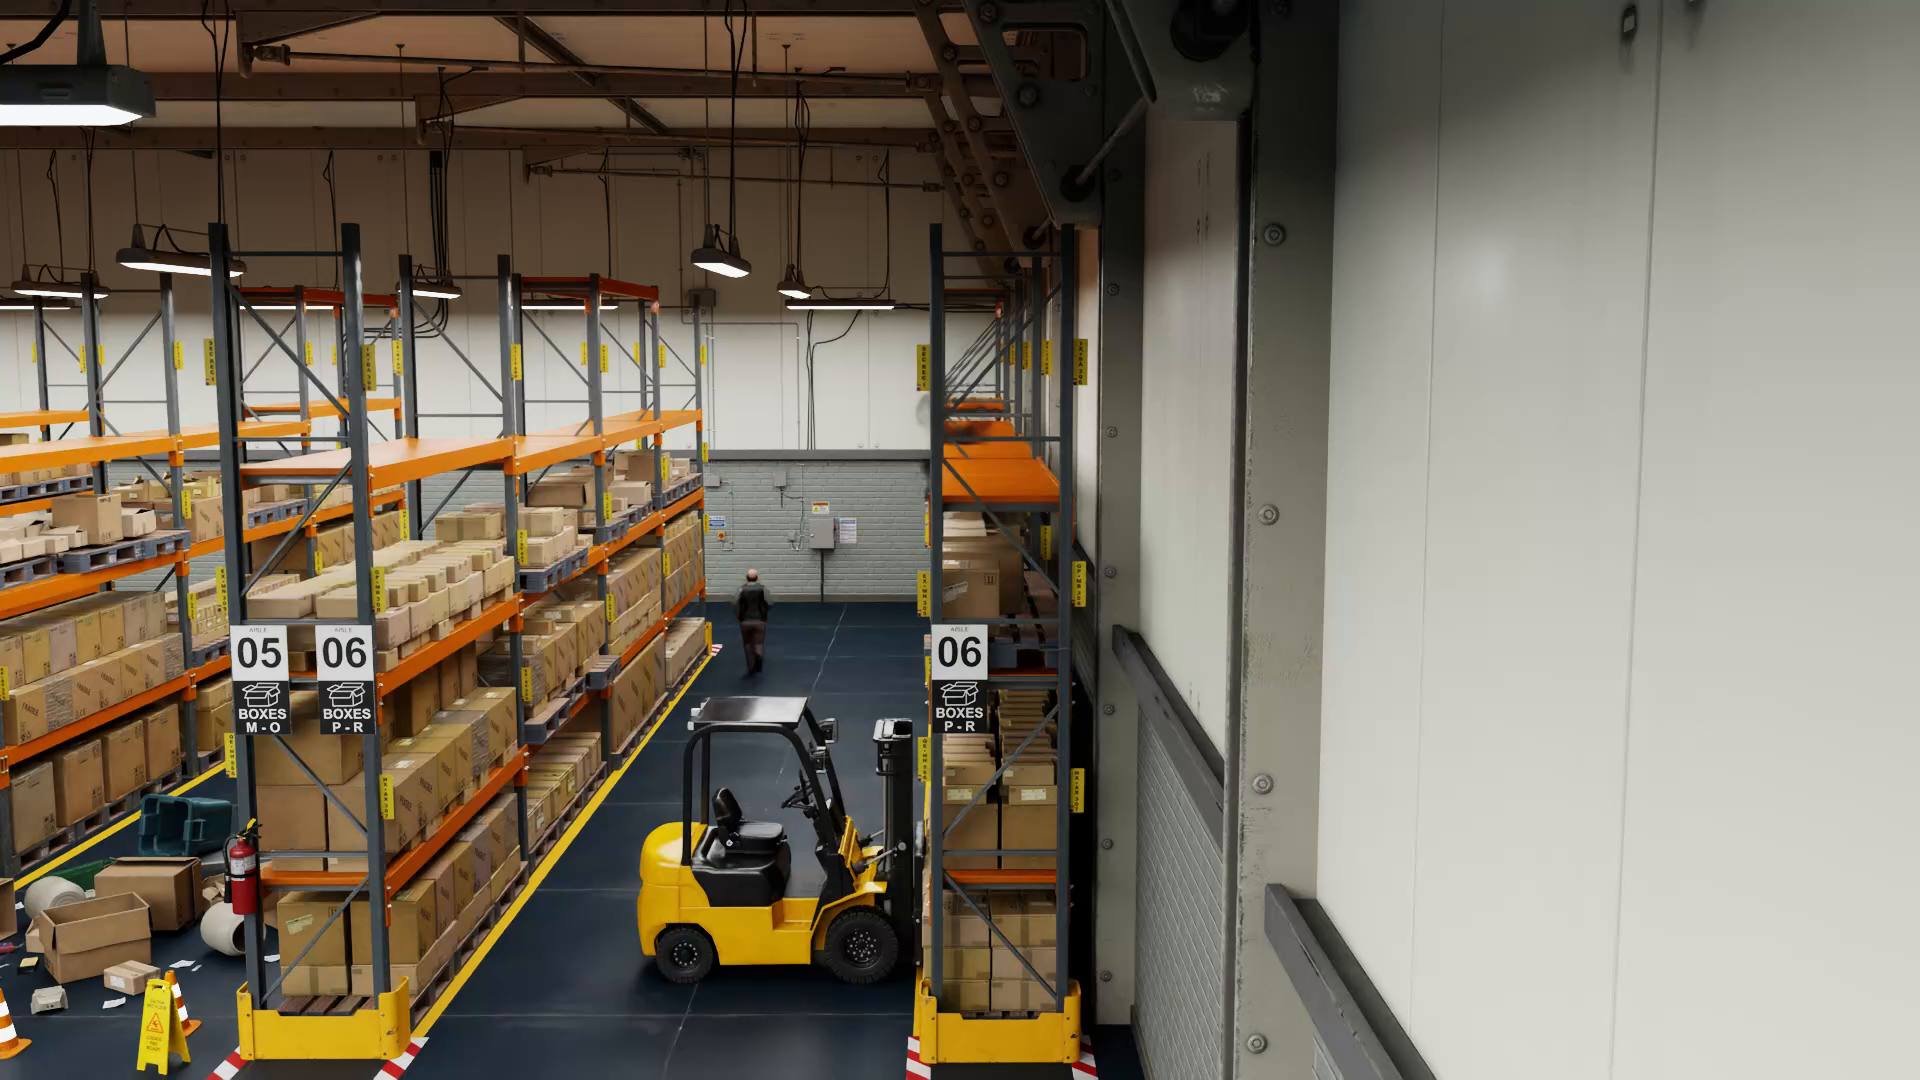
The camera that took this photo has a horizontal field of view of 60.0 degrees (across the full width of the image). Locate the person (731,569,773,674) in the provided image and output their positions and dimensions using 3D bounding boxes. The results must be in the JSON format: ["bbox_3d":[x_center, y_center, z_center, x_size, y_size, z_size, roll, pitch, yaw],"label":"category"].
[{"bbox_3d":[-3.244,1.303,25.989,0.652,1.692,0.813,-1,7,-7],"label":"person"}]
